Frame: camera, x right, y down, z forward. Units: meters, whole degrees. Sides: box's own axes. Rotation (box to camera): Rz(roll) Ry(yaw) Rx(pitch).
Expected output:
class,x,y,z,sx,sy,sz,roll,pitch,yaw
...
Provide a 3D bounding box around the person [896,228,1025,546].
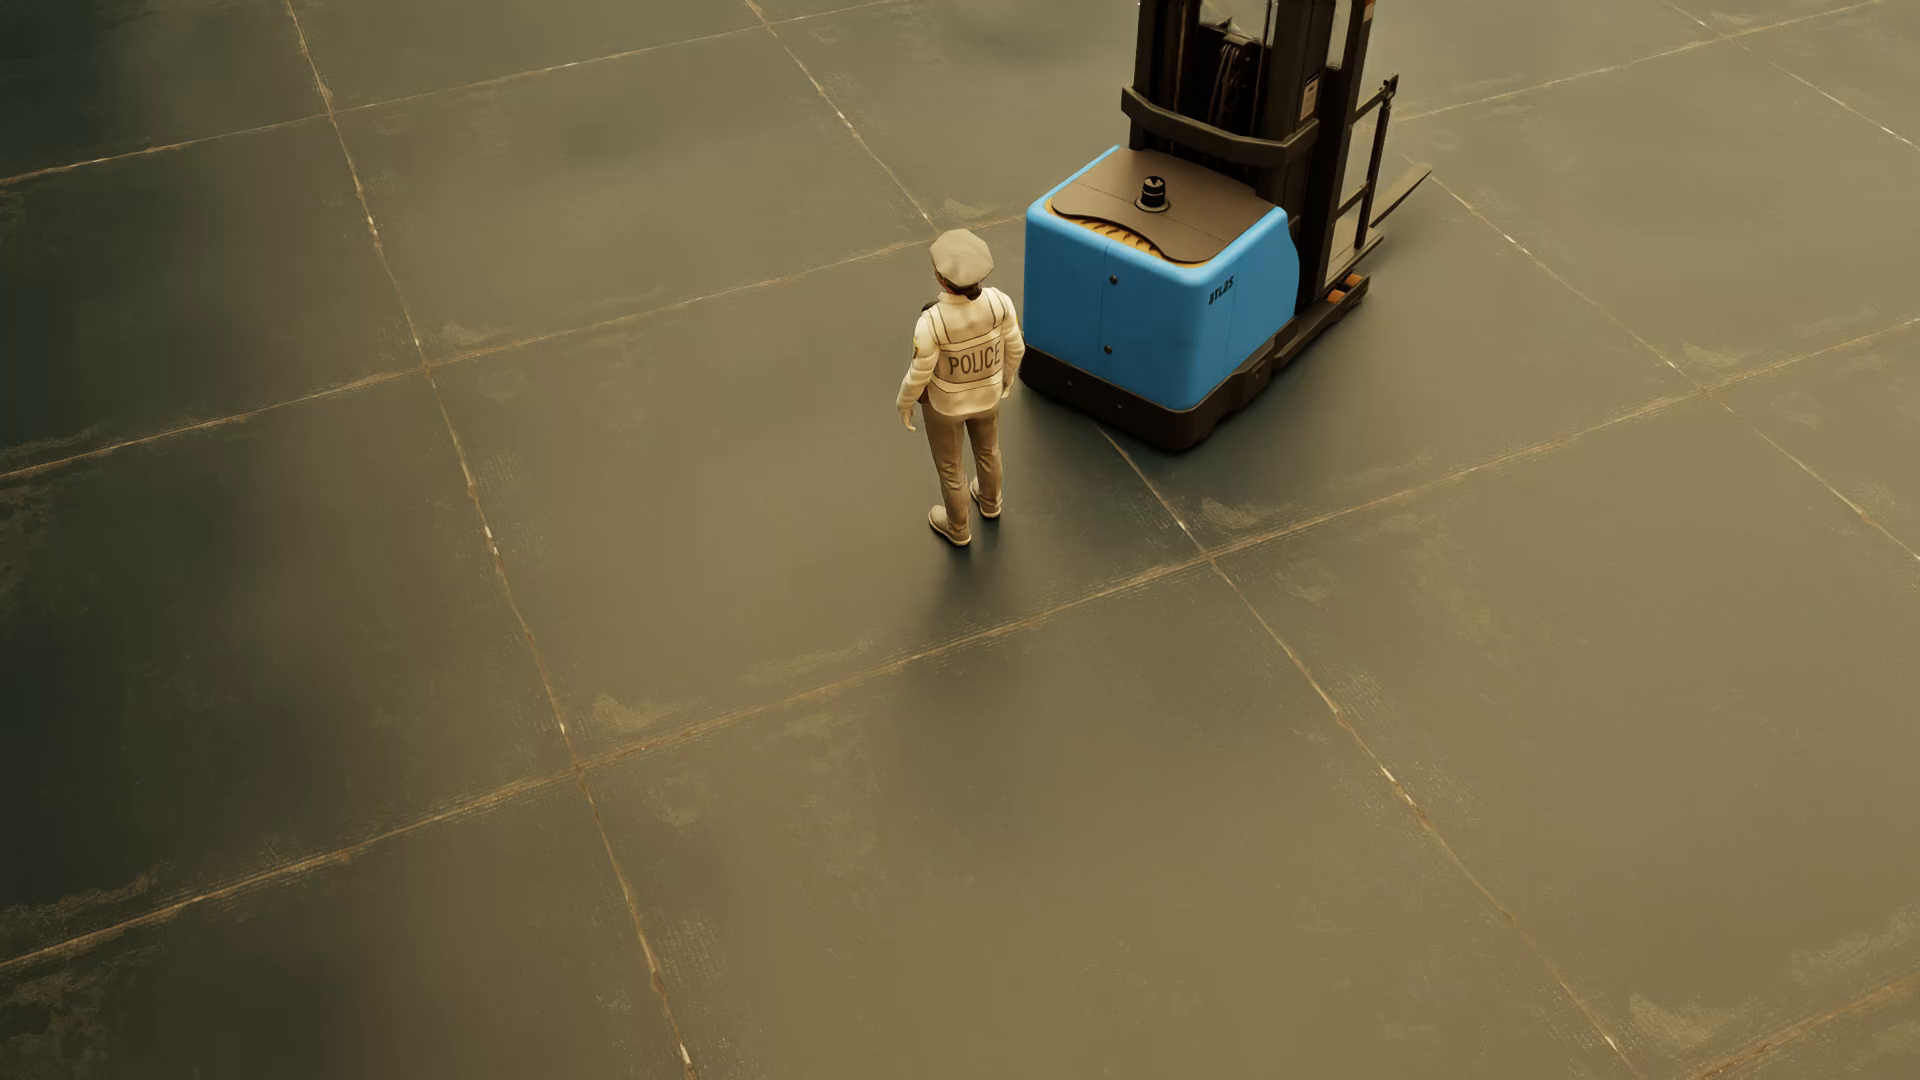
class,x,y,z,sx,sy,sz,roll,pitch,yaw
person,-0.023,-0.669,7.293,0.587,1.694,0.530,-18,46,-18

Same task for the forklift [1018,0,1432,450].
class,x,y,z,sx,sy,sz,roll,pitch,yaw
forklift,1.608,-2.464,8.320,1.130,2.935,3.031,28,50,27
